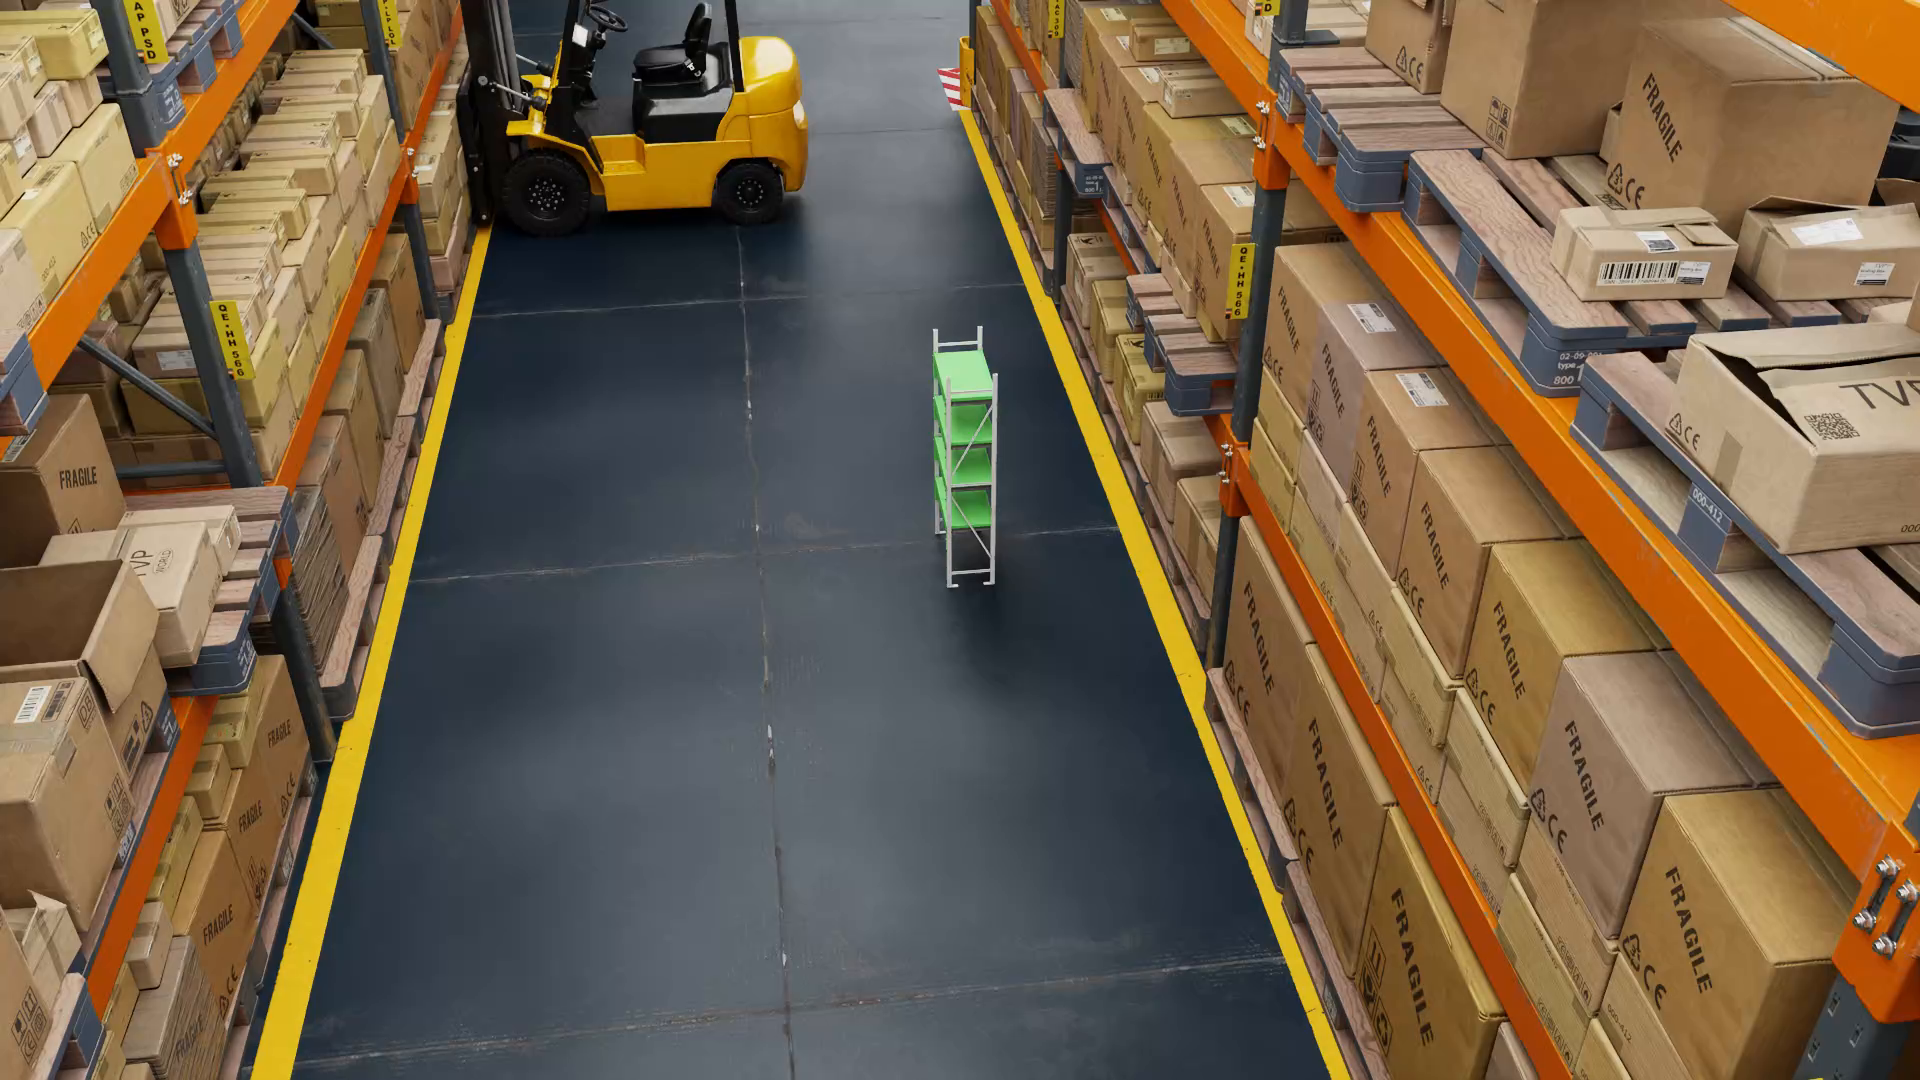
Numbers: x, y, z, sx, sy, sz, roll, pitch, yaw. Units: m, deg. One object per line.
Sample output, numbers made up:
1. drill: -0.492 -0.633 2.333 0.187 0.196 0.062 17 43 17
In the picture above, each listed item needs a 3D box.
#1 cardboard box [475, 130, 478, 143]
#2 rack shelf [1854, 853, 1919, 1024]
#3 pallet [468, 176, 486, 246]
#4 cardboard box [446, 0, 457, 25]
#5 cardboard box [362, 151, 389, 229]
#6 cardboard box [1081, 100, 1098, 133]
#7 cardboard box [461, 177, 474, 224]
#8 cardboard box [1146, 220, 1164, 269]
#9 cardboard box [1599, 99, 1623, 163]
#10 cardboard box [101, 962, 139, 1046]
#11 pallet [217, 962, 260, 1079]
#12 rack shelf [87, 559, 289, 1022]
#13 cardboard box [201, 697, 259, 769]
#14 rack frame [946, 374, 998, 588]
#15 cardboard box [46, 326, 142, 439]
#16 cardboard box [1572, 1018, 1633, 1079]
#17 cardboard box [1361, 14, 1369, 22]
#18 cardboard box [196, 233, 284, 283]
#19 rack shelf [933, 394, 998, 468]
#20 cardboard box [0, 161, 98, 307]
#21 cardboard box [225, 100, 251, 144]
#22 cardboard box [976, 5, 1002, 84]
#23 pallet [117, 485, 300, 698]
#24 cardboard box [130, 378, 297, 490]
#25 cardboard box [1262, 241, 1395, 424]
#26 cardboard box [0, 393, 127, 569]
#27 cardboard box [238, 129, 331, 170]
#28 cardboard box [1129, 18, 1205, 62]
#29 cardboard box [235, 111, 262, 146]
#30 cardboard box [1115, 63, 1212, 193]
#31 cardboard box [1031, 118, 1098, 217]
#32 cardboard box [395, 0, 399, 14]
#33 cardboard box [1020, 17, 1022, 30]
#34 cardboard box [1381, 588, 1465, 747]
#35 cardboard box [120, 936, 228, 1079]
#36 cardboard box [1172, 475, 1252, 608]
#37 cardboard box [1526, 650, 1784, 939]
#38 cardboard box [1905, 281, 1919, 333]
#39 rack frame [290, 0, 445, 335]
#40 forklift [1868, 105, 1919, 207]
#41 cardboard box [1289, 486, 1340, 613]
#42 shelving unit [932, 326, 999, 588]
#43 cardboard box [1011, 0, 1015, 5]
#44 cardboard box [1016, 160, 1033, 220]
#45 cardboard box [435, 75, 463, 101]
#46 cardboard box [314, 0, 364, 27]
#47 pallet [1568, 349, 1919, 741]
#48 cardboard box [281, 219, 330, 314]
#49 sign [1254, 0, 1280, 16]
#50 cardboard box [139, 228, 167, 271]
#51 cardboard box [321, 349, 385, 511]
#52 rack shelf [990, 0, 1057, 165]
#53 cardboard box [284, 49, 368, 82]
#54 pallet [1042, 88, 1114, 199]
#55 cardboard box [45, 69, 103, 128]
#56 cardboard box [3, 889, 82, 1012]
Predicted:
1. cardboard box: -3.751 -2.867 11.919 0.500 0.250 0.500 -4 35 -7
2. rack shelf: 2.464 1.774 1.458 1.077 0.370 4.000 -4 35 -6
3. pallet: -4.032 -2.463 12.176 1.003 0.211 1.213 -4 35 -6
4. cardboard box: -3.880 -3.928 11.762 0.500 0.500 0.500 -5 35 -7
5. cardboard box: -3.399 -1.882 8.982 0.500 0.250 0.500 -5 35 -7
6. cardboard box: 0.905 -2.461 9.548 0.380 0.149 0.250 -4 34 -5
7. cardboard box: -3.704 -2.386 11.656 0.500 0.250 0.500 -4 34 -6
8. cardboard box: 1.117 -1.442 8.052 0.380 0.149 0.250 -4 34 -6
9. cardboard box: 2.189 -1.247 4.999 0.396 0.266 0.258 -5 35 -8
10. cardboard box: -2.810 1.477 5.190 0.380 0.149 0.250 -4 35 -6
11. pallet: -3.037 1.997 5.632 1.003 0.211 1.213 -4 35 -6
12. rack shelf: -2.992 1.160 5.024 1.077 0.370 4.000 -4 35 -6
13. cardboard box: -2.876 0.744 6.265 0.380 0.149 0.250 -6 35 -9
14. rack frame: 0.055 -0.267 8.077 0.240 1.200 0.015 -4 35 -6
15. cardboard box: -3.597 -0.628 6.697 0.500 0.250 0.500 -4 34 -5
16. cardboard box: 1.885 1.431 4.120 0.500 0.250 0.500 -5 35 -8
17. cardboard box: 1.783 -1.956 6.516 0.380 0.149 0.250 -4 35 -6
18. cardboard box: -3.157 -1.199 7.180 0.380 0.149 0.250 -4 34 -6
19. rack shelf: 0.022 -0.549 8.177 0.258 0.148 0.480 -4 35 -6
20. cardboard box: -2.883 -0.883 4.851 0.500 0.250 0.500 -4 35 -6
21. cardboard box: -3.892 -2.149 8.575 0.380 0.149 0.250 -5 35 -7
22. cardboard box: 0.420 -3.959 13.298 0.500 0.500 0.500 -5 35 -8
23. pallet: -3.100 0.198 5.966 1.213 0.211 1.003 -4 35 -6
24. cardboard box: -3.078 -0.458 6.892 0.500 0.250 0.500 -4 35 -6
25. cardboard box: 1.481 -0.793 6.273 0.500 0.500 0.500 -5 35 -8
26. cardboard box: -3.346 -0.170 5.873 0.500 0.500 0.500 -3 34 -4
27. cardboard box: -3.332 -1.911 8.225 0.380 0.149 0.250 -4 34 -6
28. cardboard box: 1.080 -2.582 8.573 0.380 0.149 0.250 -3 34 -4
29. cardboard box: -3.927 -2.047 8.779 0.500 0.250 0.500 -5 35 -7
30. cardboard box: 1.099 -2.076 8.407 0.500 0.500 0.500 -6 35 -8
31. cardboard box: 0.774 -2.521 11.188 0.500 0.500 0.500 -5 35 -7
32. cardboard box: -3.680 -3.281 10.236 0.380 0.149 0.250 -4 35 -6
33. cardboard box: 0.629 -3.628 11.633 0.380 0.149 0.250 -5 35 -7
34. cardboard box: 1.659 0.377 5.223 0.500 0.250 0.500 -4 34 -6
35. cardboard box: -2.773 1.686 5.460 0.500 0.500 0.500 -6 35 -8
36. cardboard box: 1.591 -0.035 8.099 0.950 0.372 0.625 -7 35 -10
37. cardboard box: 1.809 0.627 4.189 0.500 0.500 0.500 -4 34 -5
38. cardboard box: 2.364 -0.368 3.501 0.500 0.500 0.500 -5 35 -7
39. rack frame: -3.799 -2.486 9.734 1.000 3.000 0.127 -4 35 -6
40. forklift: 3.500 -0.757 7.258 1.130 2.935 3.031 -3 34 -5
41. cardboard box: 1.560 0.008 6.209 0.500 0.250 0.500 -5 35 -8
42. shelving unit: 0.022 -0.403 8.277 0.258 1.200 0.503 -4 35 -6
43. cardboard box: 0.589 -4.119 11.777 0.500 0.500 0.500 -5 35 -7
44. cardboard box: 0.692 -2.507 11.834 0.500 0.250 0.500 -5 35 -8
45. cardboard box: -3.753 -3.086 11.796 0.500 0.250 0.500 -5 35 -7
46. cardboard box: -3.548 -3.119 9.734 0.380 0.149 0.250 -4 34 -5
47. pallet: 2.023 -0.068 3.692 0.805 0.209 1.217 -6 35 -8
48. cardboard box: -3.197 -1.237 7.591 0.500 0.250 0.500 -5 35 -8
49. sign: 1.119 -2.045 5.965 0.100 0.325 0.005 -4 35 -6
50. cardboard box: -3.686 -1.299 7.328 0.380 0.149 0.250 -5 35 -7
51. cardboard box: -3.518 -0.535 8.607 0.875 0.625 0.625 -6 35 -8
52. rack shelf: 0.850 -3.683 12.129 1.077 0.370 4.000 -4 35 -6
53. cardboard box: -3.533 -2.621 9.268 0.380 0.149 0.250 -3 34 -5
54. pallet: 1.078 -2.347 9.701 1.003 0.211 1.213 -4 35 -6
55. cardboard box: -2.975 -1.416 5.280 0.380 0.149 0.250 -4 34 -5
56. cardboard box: -2.529 1.056 4.283 0.396 0.266 0.258 -3 34 -4
